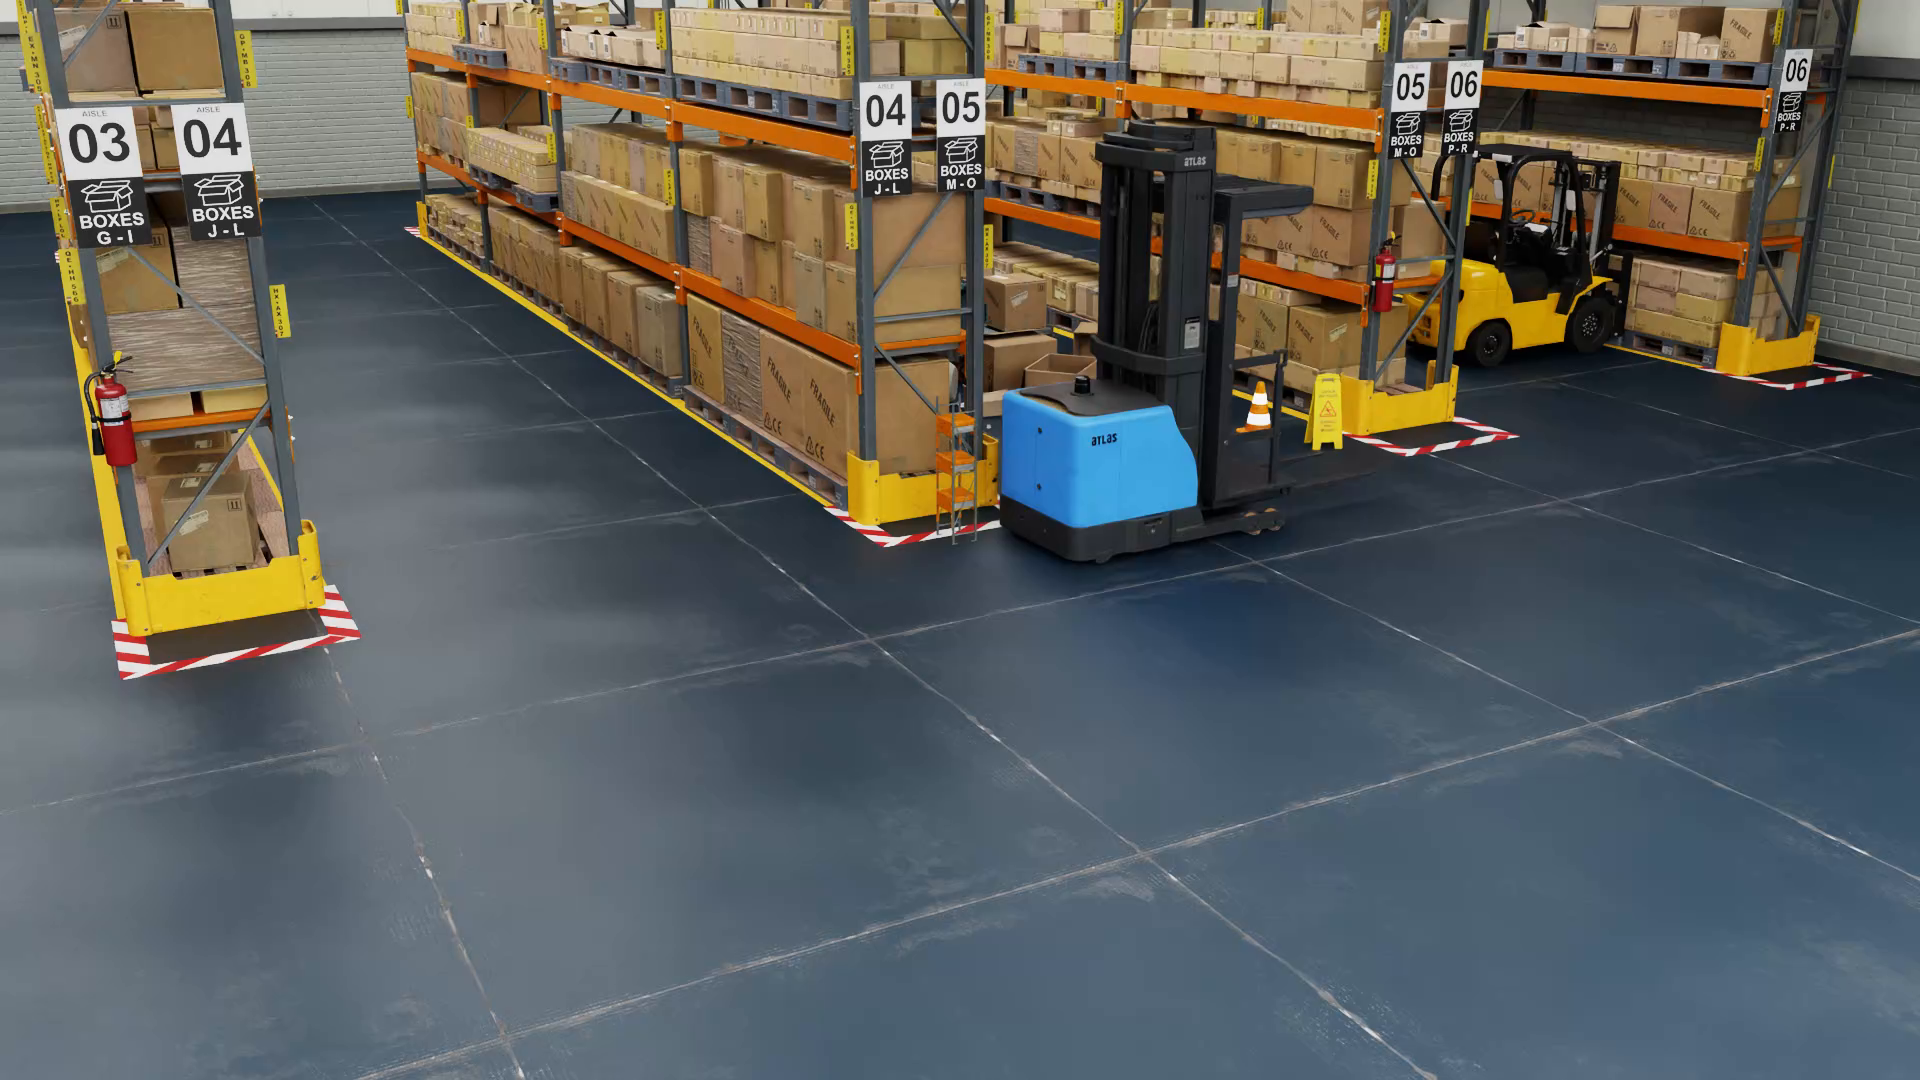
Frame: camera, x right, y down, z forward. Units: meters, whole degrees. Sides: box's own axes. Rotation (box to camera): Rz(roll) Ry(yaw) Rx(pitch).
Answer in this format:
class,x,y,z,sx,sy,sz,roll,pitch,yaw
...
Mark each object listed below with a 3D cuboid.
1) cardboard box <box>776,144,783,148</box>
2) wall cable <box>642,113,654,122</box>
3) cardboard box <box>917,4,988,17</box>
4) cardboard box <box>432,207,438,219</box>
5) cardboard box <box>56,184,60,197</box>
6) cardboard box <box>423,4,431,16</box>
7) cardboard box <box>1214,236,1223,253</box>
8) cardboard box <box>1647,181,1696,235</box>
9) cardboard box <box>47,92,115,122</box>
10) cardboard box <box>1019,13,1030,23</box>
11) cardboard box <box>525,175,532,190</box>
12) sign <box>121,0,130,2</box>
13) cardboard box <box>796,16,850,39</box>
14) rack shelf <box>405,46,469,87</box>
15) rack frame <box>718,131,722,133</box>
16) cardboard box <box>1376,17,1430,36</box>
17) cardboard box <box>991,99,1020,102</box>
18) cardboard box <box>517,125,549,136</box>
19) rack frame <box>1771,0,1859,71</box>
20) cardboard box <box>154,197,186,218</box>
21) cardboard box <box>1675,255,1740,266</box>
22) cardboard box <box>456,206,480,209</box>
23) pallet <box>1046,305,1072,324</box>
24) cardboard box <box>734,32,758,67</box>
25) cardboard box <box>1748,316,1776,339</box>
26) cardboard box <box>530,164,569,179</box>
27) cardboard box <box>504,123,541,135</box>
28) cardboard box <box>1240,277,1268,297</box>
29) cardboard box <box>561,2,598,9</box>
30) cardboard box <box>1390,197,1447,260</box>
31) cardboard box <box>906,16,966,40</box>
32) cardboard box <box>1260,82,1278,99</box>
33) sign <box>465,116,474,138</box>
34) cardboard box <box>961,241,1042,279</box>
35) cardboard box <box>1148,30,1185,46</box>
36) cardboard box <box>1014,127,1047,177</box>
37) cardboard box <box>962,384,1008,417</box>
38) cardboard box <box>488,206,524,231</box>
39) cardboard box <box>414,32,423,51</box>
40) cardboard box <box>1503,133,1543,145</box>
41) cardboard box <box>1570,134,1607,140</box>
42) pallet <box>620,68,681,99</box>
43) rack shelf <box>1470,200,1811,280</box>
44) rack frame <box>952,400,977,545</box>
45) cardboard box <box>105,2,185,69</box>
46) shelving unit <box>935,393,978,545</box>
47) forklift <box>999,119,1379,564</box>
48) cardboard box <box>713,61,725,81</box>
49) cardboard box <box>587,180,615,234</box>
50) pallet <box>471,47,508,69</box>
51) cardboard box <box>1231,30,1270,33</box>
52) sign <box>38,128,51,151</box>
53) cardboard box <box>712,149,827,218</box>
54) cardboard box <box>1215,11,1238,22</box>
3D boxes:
class,x,y,z,sx,sy,sz,roll,pitch,yaw
cardboard box,-2.625,-6.334,25.736,0.500,0.500,0.500,-10,22,-27
wall cable,-6.277,-9.163,32.481,0.585,1.953,0.123,-10,21,-27
cardboard box,-0.092,-6.506,20.988,0.797,0.503,0.637,-11,22,-30
cardboard box,-7.784,-4.971,25.209,0.380,0.149,0.250,-10,21,-27
cardboard box,-10.834,-4.288,20.343,0.380,0.149,0.250,-10,21,-26
cardboard box,-7.392,-7.517,23.572,0.380,0.149,0.250,-9,21,-25
cardboard box,2.730,-2.912,16.358,0.380,0.149,0.250,-10,21,-27
cardboard box,7.683,-3.528,17.603,0.500,0.500,0.500,-9,21,-25
cardboard box,-5.496,-2.714,10.419,0.380,0.149,0.250,-10,21,-26
cardboard box,1.250,-8.849,28.353,0.500,0.250,0.500,-11,22,-28
cardboard box,-4.843,-4.182,19.394,0.380,0.149,0.250,-10,21,-27
sign,-9.928,-6.267,19.822,0.100,0.325,0.005,-10,21,-27
cardboard box,-0.987,-3.775,12.241,0.380,0.149,0.250,-10,21,-26
rack shelf,-6.937,-6.761,23.630,1.077,0.370,4.000,-10,21,-27
rack frame,-3.579,-7.053,27.972,1.000,3.000,0.127,-10,21,-27
cardboard box,5.564,-6.390,20.792,0.500,0.311,0.500,-11,22,-28
cardboard box,0.766,-7.720,29.681,0.500,0.250,0.500,-10,21,-26
cardboard box,-5.625,-5.385,21.967,0.380,0.149,0.250,-9,21,-24
rack frame,8.386,-6.066,15.914,1.000,3.000,0.127,-10,21,-27
cardboard box,-5.194,-2.073,11.399,0.500,0.500,0.500,-10,21,-27
cardboard box,8.084,-2.911,18.008,0.500,0.250,0.500,-10,21,-27
cardboard box,-7.091,-4.754,24.125,0.380,0.149,0.250,-10,21,-27
pallet,1.165,-2.864,20.107,1.003,0.211,1.213,-10,21,-27
cardboard box,-1.481,-3.927,13.293,0.500,0.250,0.500,-10,21,-26
cardboard box,8.324,-2.300,17.769,0.500,0.250,0.500,-10,21,-26
cardboard box,-4.724,-4.252,19.141,0.380,0.149,0.250,-9,21,-26
cardboard box,-6.001,-5.478,22.798,0.500,0.500,0.500,-10,22,-28
cardboard box,2.935,-2.453,16.068,0.380,0.149,0.250,-9,21,-24
cardboard box,-4.438,-6.161,19.464,0.396,0.266,0.258,-10,21,-27
cardboard box,4.038,-2.826,15.115,0.500,0.500,0.500,-10,22,-27
cardboard box,-0.168,-3.731,12.112,0.380,0.149,0.250,-10,21,-26
cardboard box,3.020,-4.190,15.462,0.380,0.149,0.250,-11,22,-28
sign,-6.462,-5.432,21.947,0.100,0.325,0.005,-10,21,-27
cardboard box,0.480,-3.549,21.202,0.950,0.372,0.625,-12,22,-30
cardboard box,2.131,-5.073,16.799,0.380,0.149,0.250,-9,21,-25
cardboard box,0.973,-4.533,19.416,0.500,0.500,0.500,-11,22,-29
cardboard box,0.248,-1.312,15.525,0.396,0.266,0.258,-6,20,-17
cardboard box,-5.869,-4.227,21.822,0.500,0.250,0.500,-11,22,-29
cardboard box,-7.653,-7.284,24.273,0.500,0.250,0.500,-9,21,-25
cardboard box,6.596,-4.677,19.482,0.380,0.149,0.250,-10,21,-26
cardboard box,7.298,-4.613,19.298,0.380,0.149,0.250,-10,22,-28
pallet,-2.667,-4.395,15.965,0.805,0.209,1.217,-11,22,-29
rack shelf,7.436,-3.464,18.673,1.077,0.370,4.000,-10,21,-27
rack frame,0.033,-0.477,11.903,0.200,1.050,0.008,-10,21,-27
cardboard box,-6.164,-3.825,12.645,0.500,0.500,0.500,-11,22,-28
shelving unit,-0.025,-0.512,12.004,0.215,1.050,0.252,-10,21,-27
forklift,1.819,-1.557,12.151,3.031,2.935,1.130,-11,22,-29
cardboard box,-1.830,-3.908,13.848,0.380,0.149,0.250,-10,22,-28
cardboard box,-3.630,-3.547,17.658,0.500,0.500,0.500,-10,21,-27
pallet,-5.293,-5.947,20.457,1.213,0.211,1.003,-10,21,-27
cardboard box,2.937,-5.021,16.649,0.380,0.149,0.250,-9,21,-25
sign,-10.888,-4.730,19.791,0.100,0.325,0.005,-10,21,-27
cardboard box,-1.680,-3.142,14.754,0.875,0.550,0.550,-10,21,-27
cardboard box,3.877,-7.495,23.818,0.380,0.149,0.250,-10,22,-28
